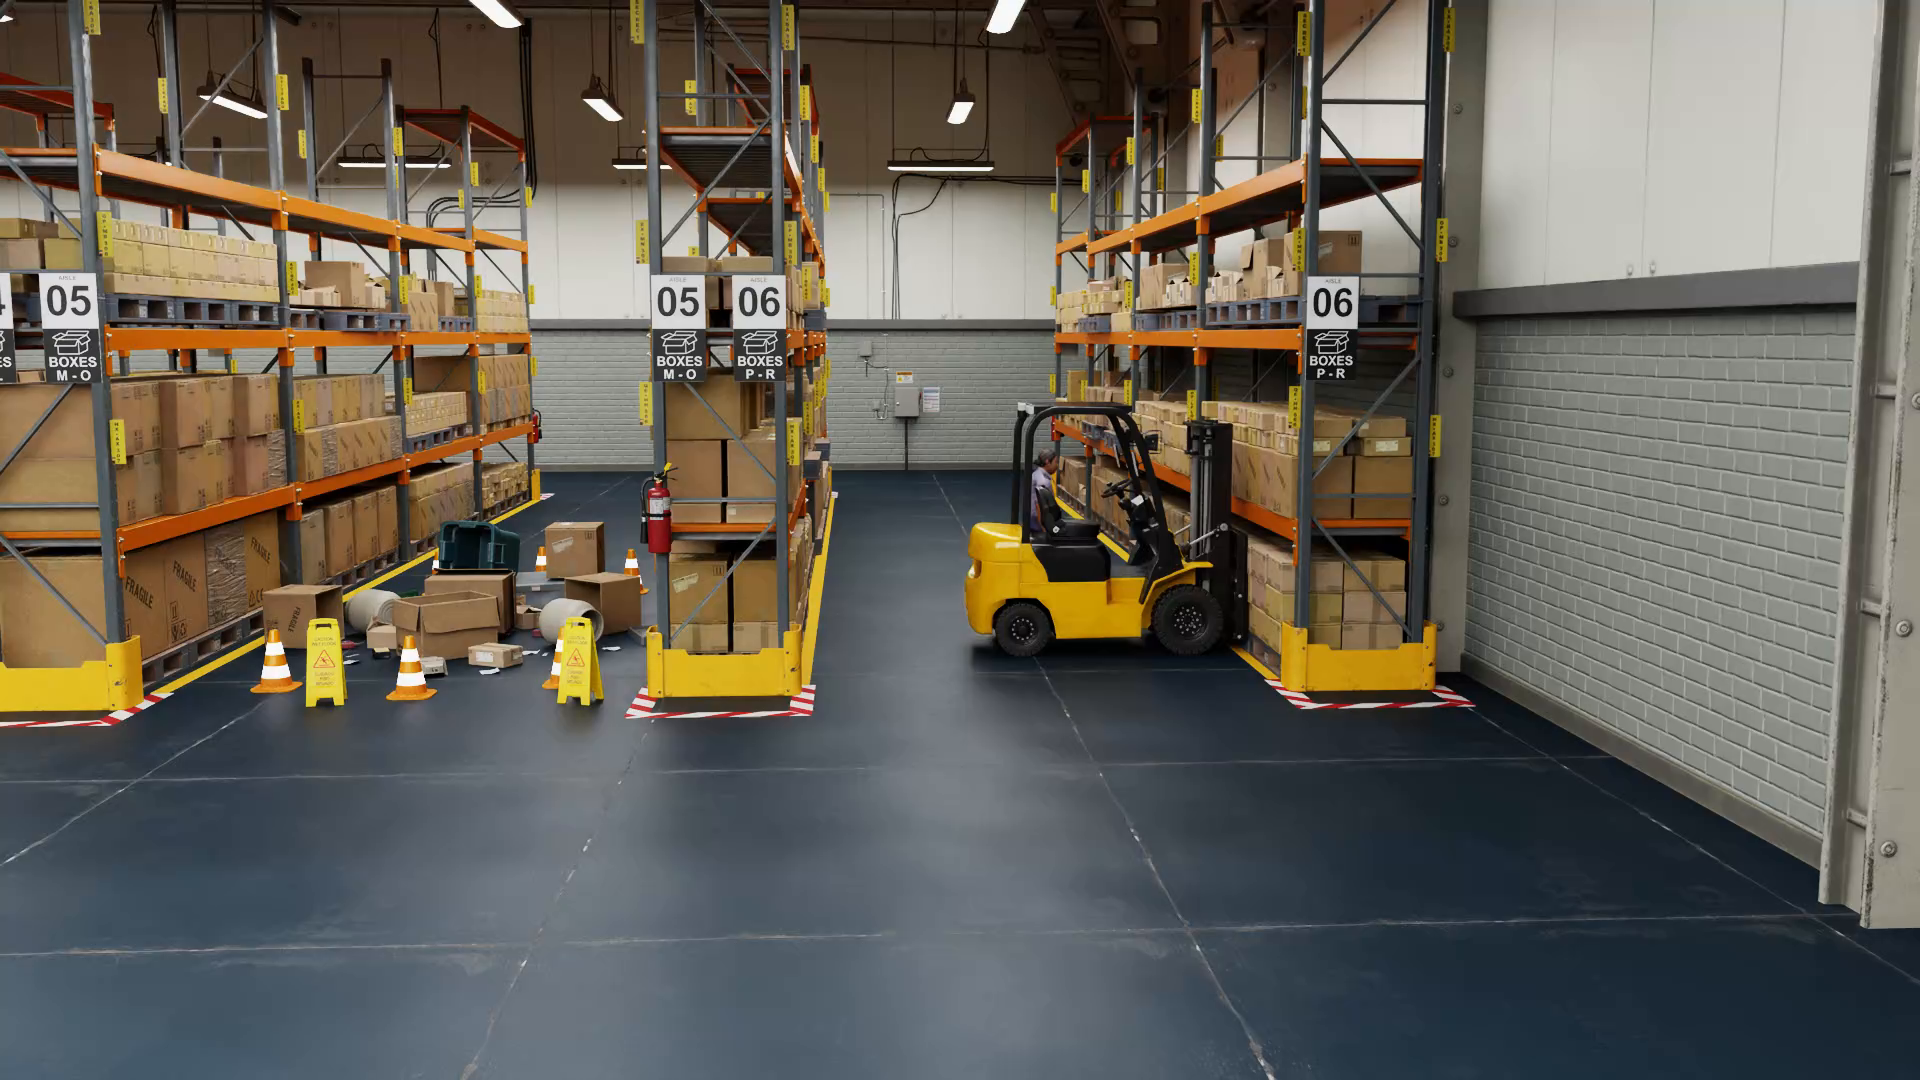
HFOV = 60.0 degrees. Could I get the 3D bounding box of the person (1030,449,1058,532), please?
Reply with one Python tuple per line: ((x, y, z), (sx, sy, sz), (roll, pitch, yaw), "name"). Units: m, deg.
((0.796, -0.071, 16.372), (0.373, 1.650, 0.547), (-1, 7, -6), "person")
